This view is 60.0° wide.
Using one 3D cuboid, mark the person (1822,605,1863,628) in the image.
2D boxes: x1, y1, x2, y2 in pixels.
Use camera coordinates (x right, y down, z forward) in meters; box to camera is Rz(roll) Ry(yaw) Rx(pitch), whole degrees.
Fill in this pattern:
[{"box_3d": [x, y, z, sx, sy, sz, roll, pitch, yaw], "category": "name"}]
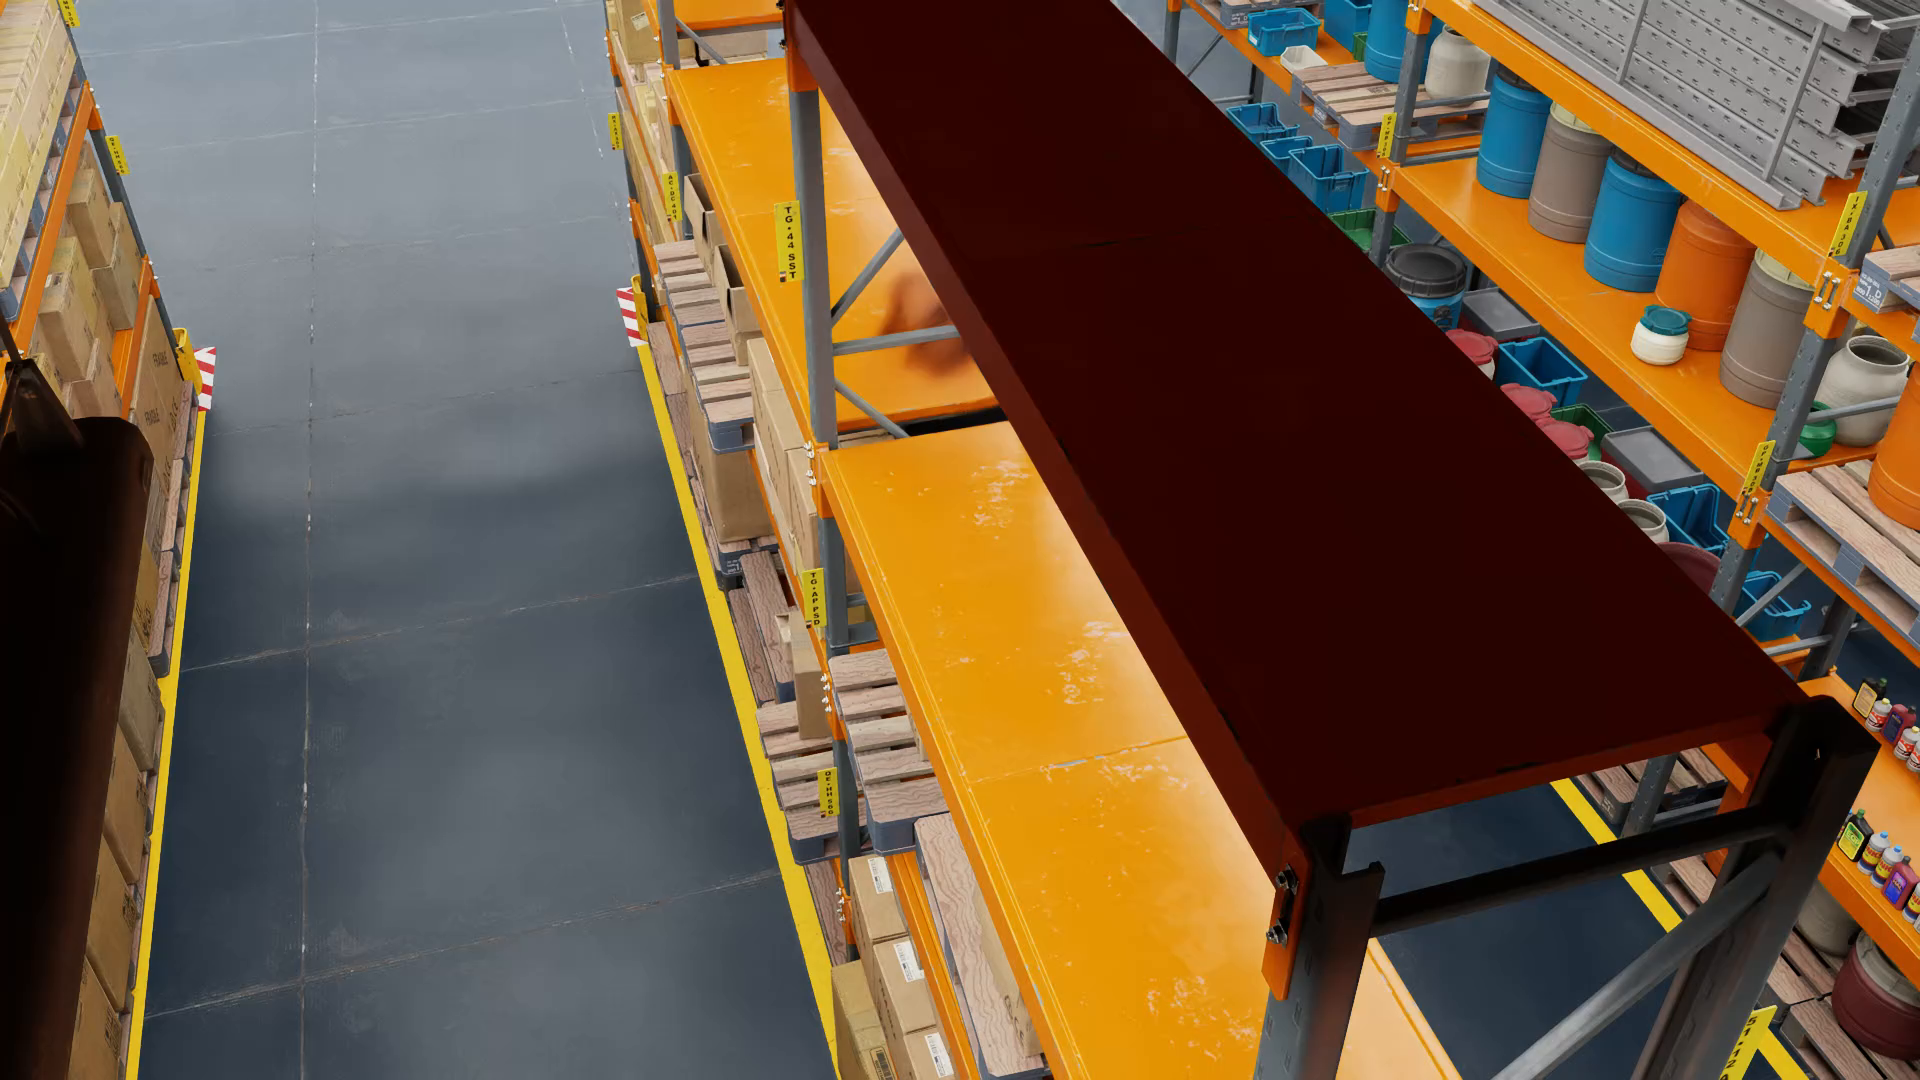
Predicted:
[{"box_3d": [6.449, 0.059, 11.520, 0.537, 1.551, 0.559, -20, 43, -24], "category": "person"}]
